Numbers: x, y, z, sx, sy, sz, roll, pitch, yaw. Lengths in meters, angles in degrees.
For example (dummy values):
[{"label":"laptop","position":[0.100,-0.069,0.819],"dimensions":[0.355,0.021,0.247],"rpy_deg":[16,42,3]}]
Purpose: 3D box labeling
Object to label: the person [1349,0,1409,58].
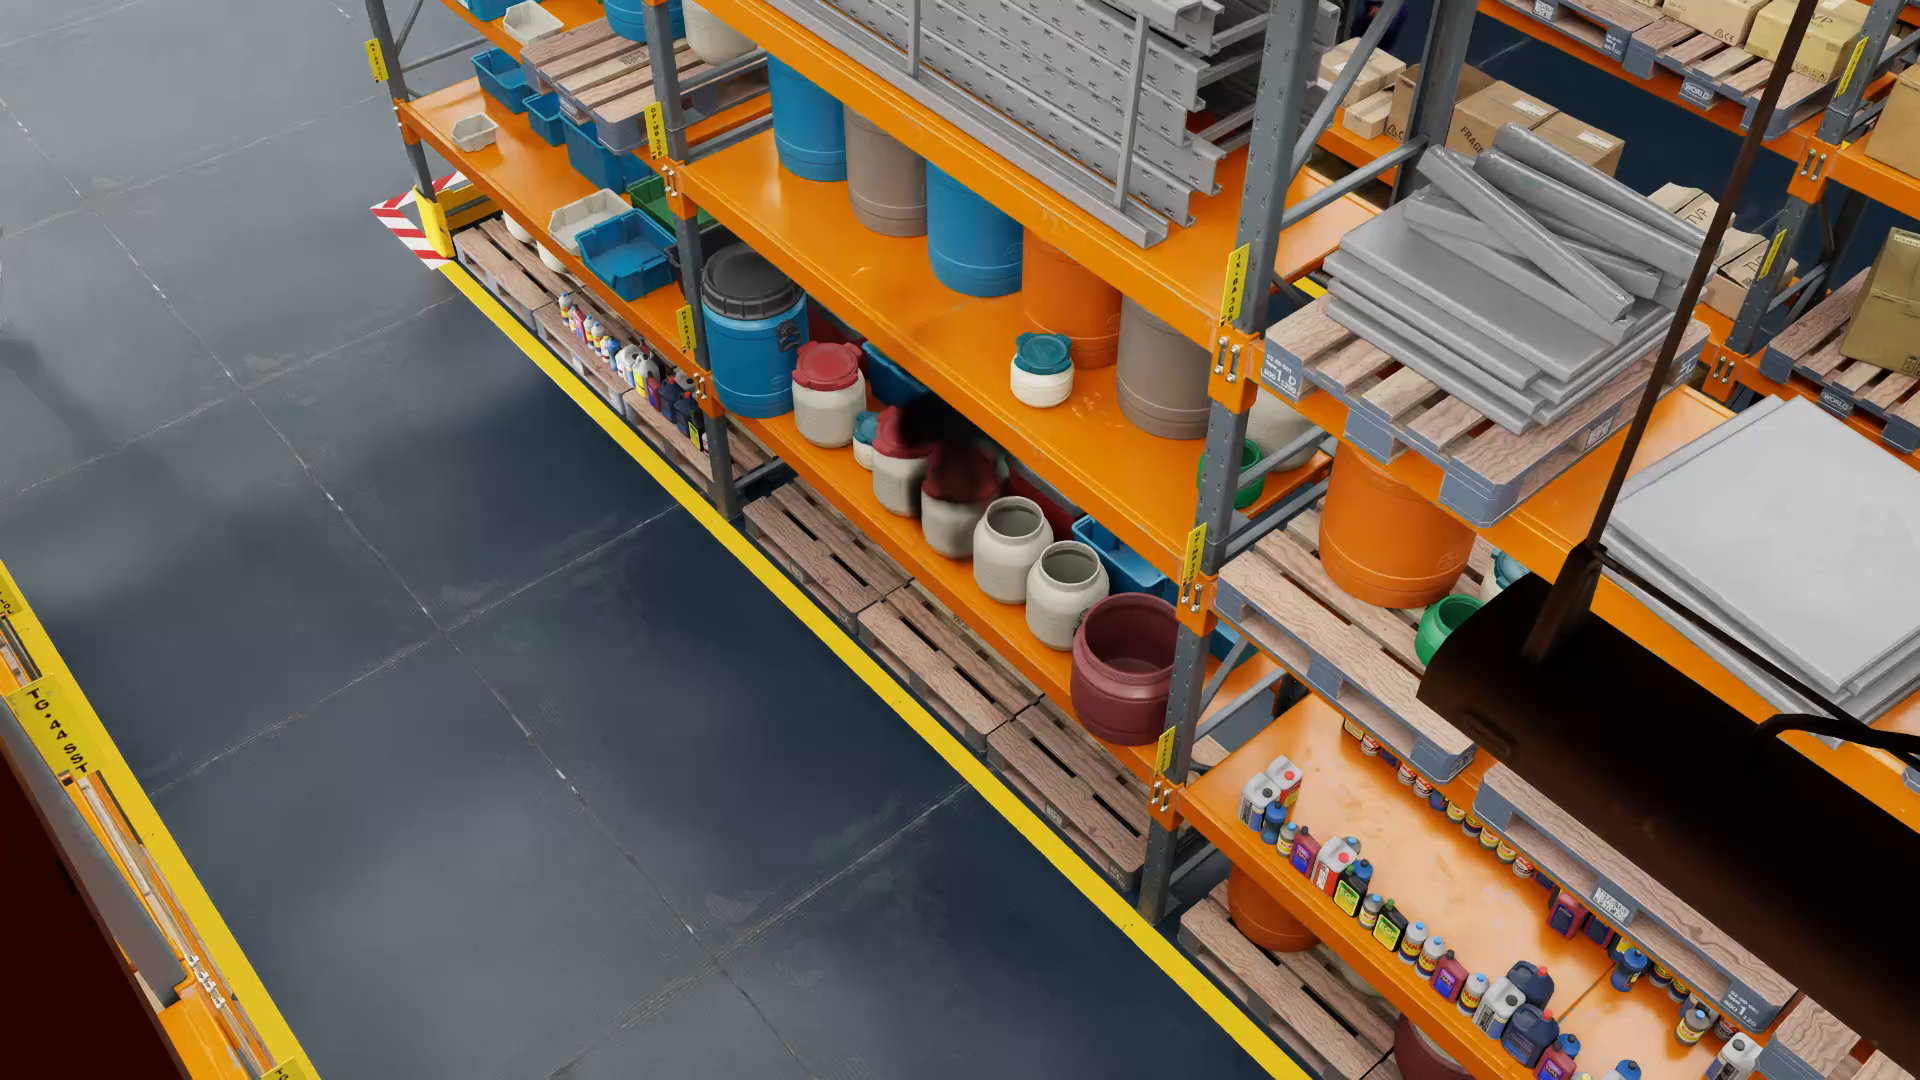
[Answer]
[{"label":"person","position":[3.548,-4.430,14.073],"dimensions":[0.661,1.675,0.586],"rpy_deg":[31,54,26]}]
